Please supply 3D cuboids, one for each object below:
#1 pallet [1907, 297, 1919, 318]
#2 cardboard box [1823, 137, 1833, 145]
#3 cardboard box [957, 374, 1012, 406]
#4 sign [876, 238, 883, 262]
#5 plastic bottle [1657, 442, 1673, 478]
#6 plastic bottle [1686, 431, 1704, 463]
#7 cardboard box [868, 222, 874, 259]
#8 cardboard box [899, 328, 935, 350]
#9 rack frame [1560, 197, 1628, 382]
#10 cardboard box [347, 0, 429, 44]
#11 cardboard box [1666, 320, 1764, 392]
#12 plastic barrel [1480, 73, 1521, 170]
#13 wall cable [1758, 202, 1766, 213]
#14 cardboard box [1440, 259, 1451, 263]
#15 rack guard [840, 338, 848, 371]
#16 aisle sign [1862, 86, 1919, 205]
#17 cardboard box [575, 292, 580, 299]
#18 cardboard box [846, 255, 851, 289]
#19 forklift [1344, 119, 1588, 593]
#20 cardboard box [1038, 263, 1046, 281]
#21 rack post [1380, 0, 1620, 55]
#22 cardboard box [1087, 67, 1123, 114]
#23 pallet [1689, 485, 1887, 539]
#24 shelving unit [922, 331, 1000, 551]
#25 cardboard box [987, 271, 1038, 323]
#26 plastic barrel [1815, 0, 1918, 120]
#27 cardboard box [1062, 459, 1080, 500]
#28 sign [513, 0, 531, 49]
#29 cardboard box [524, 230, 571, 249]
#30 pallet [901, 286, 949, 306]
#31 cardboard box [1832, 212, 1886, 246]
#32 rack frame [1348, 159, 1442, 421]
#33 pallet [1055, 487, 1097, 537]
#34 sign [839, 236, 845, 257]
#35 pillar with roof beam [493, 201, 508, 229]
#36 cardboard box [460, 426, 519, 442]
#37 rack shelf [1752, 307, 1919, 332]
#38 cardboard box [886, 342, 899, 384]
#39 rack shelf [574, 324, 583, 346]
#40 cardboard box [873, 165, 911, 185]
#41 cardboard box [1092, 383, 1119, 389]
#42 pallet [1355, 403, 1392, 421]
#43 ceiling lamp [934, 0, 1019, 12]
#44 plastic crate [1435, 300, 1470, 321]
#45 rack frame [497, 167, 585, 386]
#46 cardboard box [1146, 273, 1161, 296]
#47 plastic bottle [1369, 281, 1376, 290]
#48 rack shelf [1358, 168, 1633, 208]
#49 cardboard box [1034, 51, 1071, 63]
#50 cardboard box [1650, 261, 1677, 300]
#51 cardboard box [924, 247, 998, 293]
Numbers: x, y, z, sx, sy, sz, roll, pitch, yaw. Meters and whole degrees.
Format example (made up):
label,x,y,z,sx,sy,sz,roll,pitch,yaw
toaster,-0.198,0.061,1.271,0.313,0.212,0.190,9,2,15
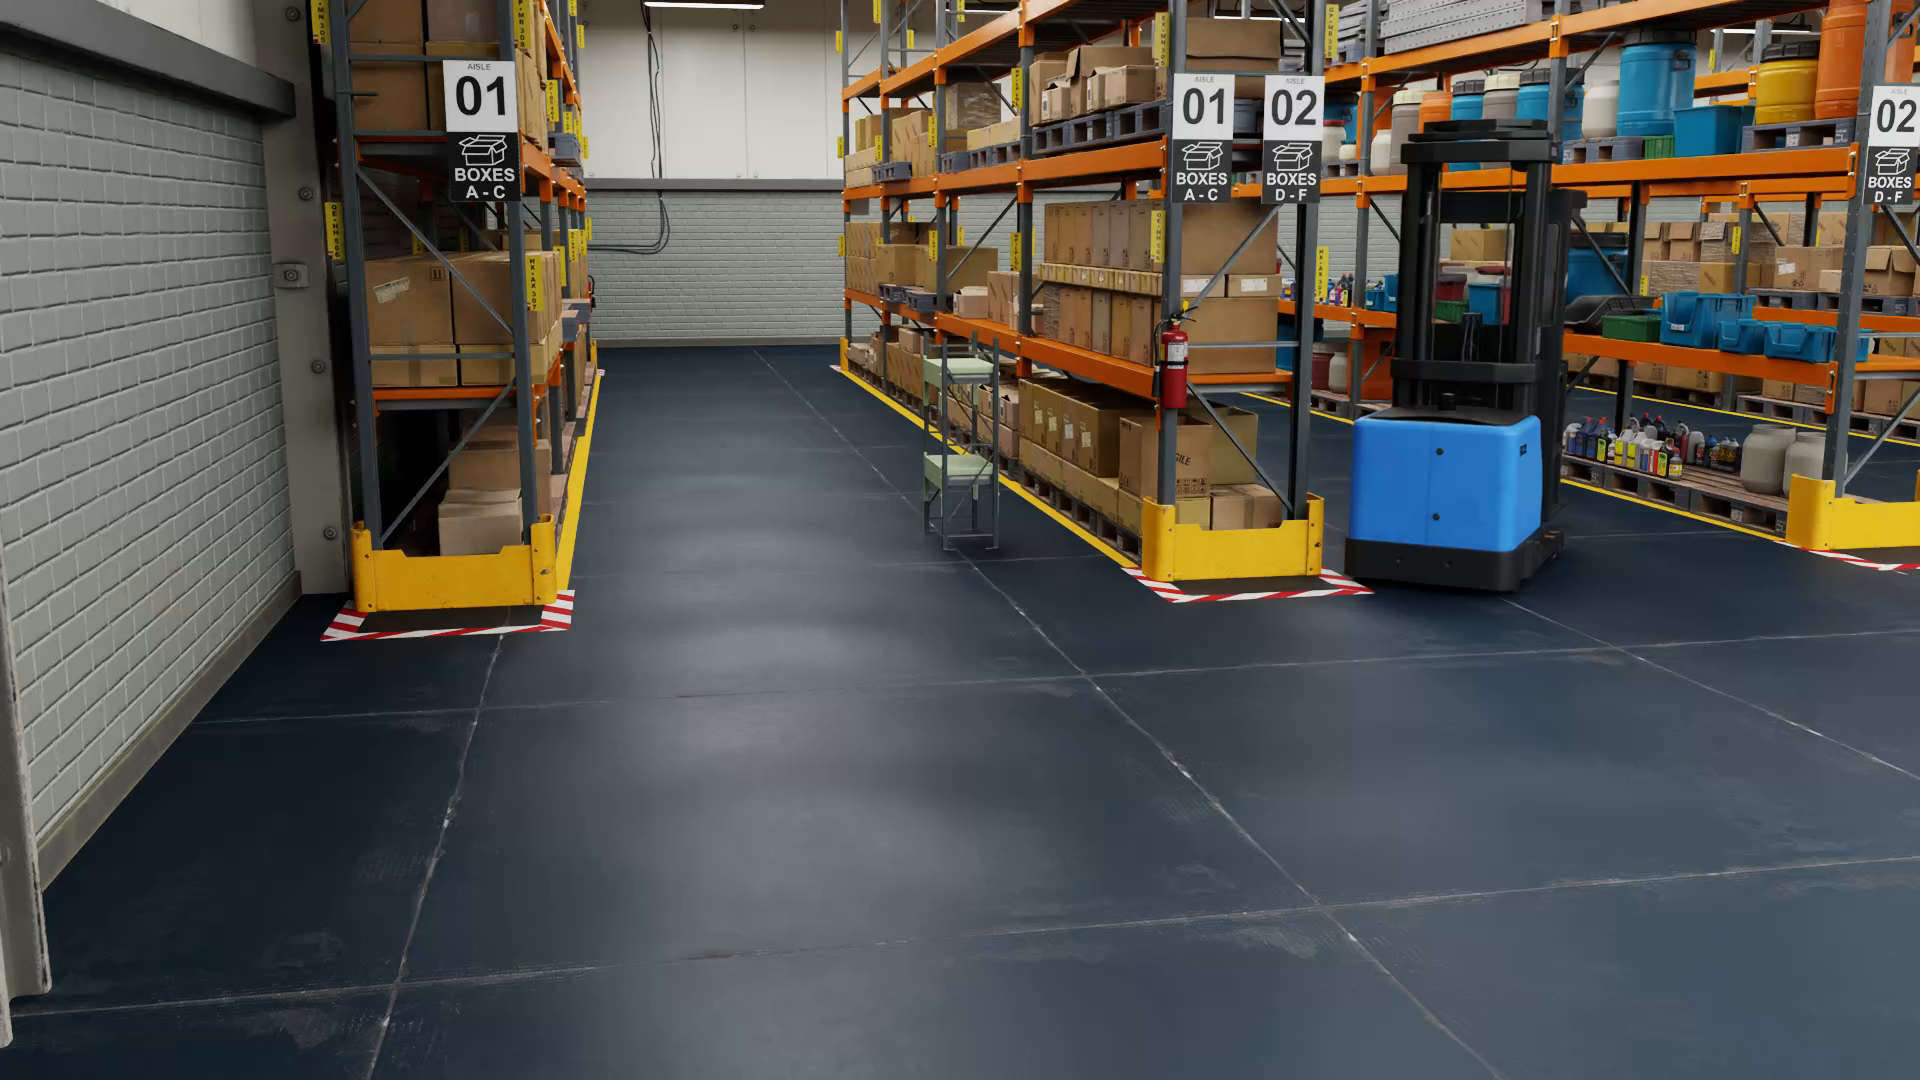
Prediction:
label,x,y,z,sx,sy,sz,roll,pitch,yaw
pallet,10.731,-2.404,17.317,1.003,0.211,1.213,-2,11,-11
cardboard box,9.998,-4.574,18.577,0.500,0.500,0.500,-2,11,-13
cardboard box,0.263,-1.561,17.108,0.500,0.311,0.500,-2,11,-13
sign,-1.067,-3.864,22.162,0.100,0.325,0.005,-2,11,-11
plastic bottle,5.829,-0.662,13.741,0.061,0.283,0.133,-2,11,-10
plastic bottle,6.415,-0.819,14.583,0.152,0.276,0.135,-2,11,-10
cardboard box,-0.991,-4.178,23.182,0.500,0.500,0.500,-2,11,-12
cardboard box,-0.487,-2.536,21.000,0.500,0.250,0.500,-2,11,-11
rack frame,9.181,-3.820,24.243,1.000,3.000,0.127,-2,11,-11
cardboard box,-3.401,-3.172,9.821,0.500,0.500,0.500,-2,11,-8
cardboard box,9.846,-2.376,21.217,1.225,0.875,0.875,-3,11,-14
plastic barrel,5.440,-4.098,16.339,0.600,0.901,0.600,0,11,0
wall cable,17.005,-6.462,35.322,0.585,1.953,0.123,-2,11,-11
cardboard box,8.232,-4.528,27.570,0.500,0.250,0.500,-2,11,-13
rack guard,-1.300,-2.952,26.369,1.175,0.500,0.348,-2,11,-11
aisle sign,6.380,-2.692,11.364,0.394,0.787,0.004,-2,11,-11
cardboard box,-4.864,-2.973,20.414,0.380,0.149,0.250,-2,11,-11
cardboard box,-1.487,-4.152,25.721,0.500,0.500,0.500,-2,11,-10
forklift,3.606,-1.346,11.428,1.130,2.935,3.031,6,12,28
cardboard box,0.882,-2.304,14.279,0.380,0.149,0.250,-2,11,-11
rack post,5.412,-5.576,16.889,1.013,1.000,3.121,-2,11,-11
cardboard box,1.207,-3.268,12.061,0.500,0.311,0.500,-1,11,-4
pallet,6.443,-0.230,12.842,1.003,0.211,1.213,-2,11,-11
shelving unit,0.001,-0.736,12.050,0.431,1.500,0.755,-2,11,-11
cardboard box,0.584,-2.469,16.877,0.500,0.500,0.500,-3,11,-14
plastic barrel,6.438,-3.414,11.818,0.600,0.830,0.708,-2,11,-11
cardboard box,1.100,-0.477,12.912,0.500,0.250,0.500,-2,11,-11
sign,-2.529,-3.001,9.582,0.100,0.325,0.005,-2,11,-11
cardboard box,-4.458,-3.217,17.955,0.500,0.250,0.500,-2,11,-10
pallet,-0.141,-2.989,20.391,1.003,0.211,1.213,-2,11,-11
cardboard box,13.710,-4.744,25.364,0.500,0.500,0.500,-3,11,-13
rack frame,5.101,-2.906,19.442,1.000,3.000,0.127,-2,11,-11
pallet,1.374,-0.252,12.954,1.003,0.211,1.213,-2,11,-11
sign,-1.847,-4.599,26.024,0.100,0.325,0.005,-2,11,-11
pillar with roof beam,-3.324,-7.580,27.956,9.100,9.000,0.548,-2,11,-11
cardboard box,-3.598,-0.611,12.895,0.500,0.500,0.500,-3,11,-15
rack shelf,10.348,-2.366,18.529,1.077,0.370,4.000,-2,11,-11
cardboard box,-0.681,-2.351,22.034,0.500,0.500,0.500,-3,11,-14
rack shelf,-5.006,-2.559,19.544,1.077,0.370,4.000,-2,11,-11
cardboard box,-0.892,-4.940,22.505,0.500,0.250,0.500,-2,11,-11
cardboard box,1.410,-1.048,13.904,0.500,0.500,0.500,-2,11,-11
pallet,5.214,-1.393,18.949,1.003,0.211,1.213,-2,11,-11
ceiling lamp,0.618,-10.591,28.163,2.000,3.185,0.800,-2,11,-11
plastic crate,5.263,-2.377,17.232,0.450,0.188,0.662,-2,11,-11
rack frame,-5.395,-3.279,21.404,1.000,3.000,0.127,-2,11,-11
cardboard box,1.484,-1.738,11.305,0.380,0.149,0.250,-2,11,-10
plastic bottle,5.177,-3.108,20.847,0.097,0.271,0.097,0,11,0
rack shelf,5.490,-3.659,17.302,1.077,0.370,4.000,-2,11,-11
cardboard box,0.938,-4.082,14.871,0.500,0.500,0.500,-2,11,-10
cardboard box,9.425,-3.404,21.789,0.500,0.500,0.500,-2,11,-13
cardboard box,0.009,-3.093,19.036,0.700,0.500,0.500,-6,12,-30
